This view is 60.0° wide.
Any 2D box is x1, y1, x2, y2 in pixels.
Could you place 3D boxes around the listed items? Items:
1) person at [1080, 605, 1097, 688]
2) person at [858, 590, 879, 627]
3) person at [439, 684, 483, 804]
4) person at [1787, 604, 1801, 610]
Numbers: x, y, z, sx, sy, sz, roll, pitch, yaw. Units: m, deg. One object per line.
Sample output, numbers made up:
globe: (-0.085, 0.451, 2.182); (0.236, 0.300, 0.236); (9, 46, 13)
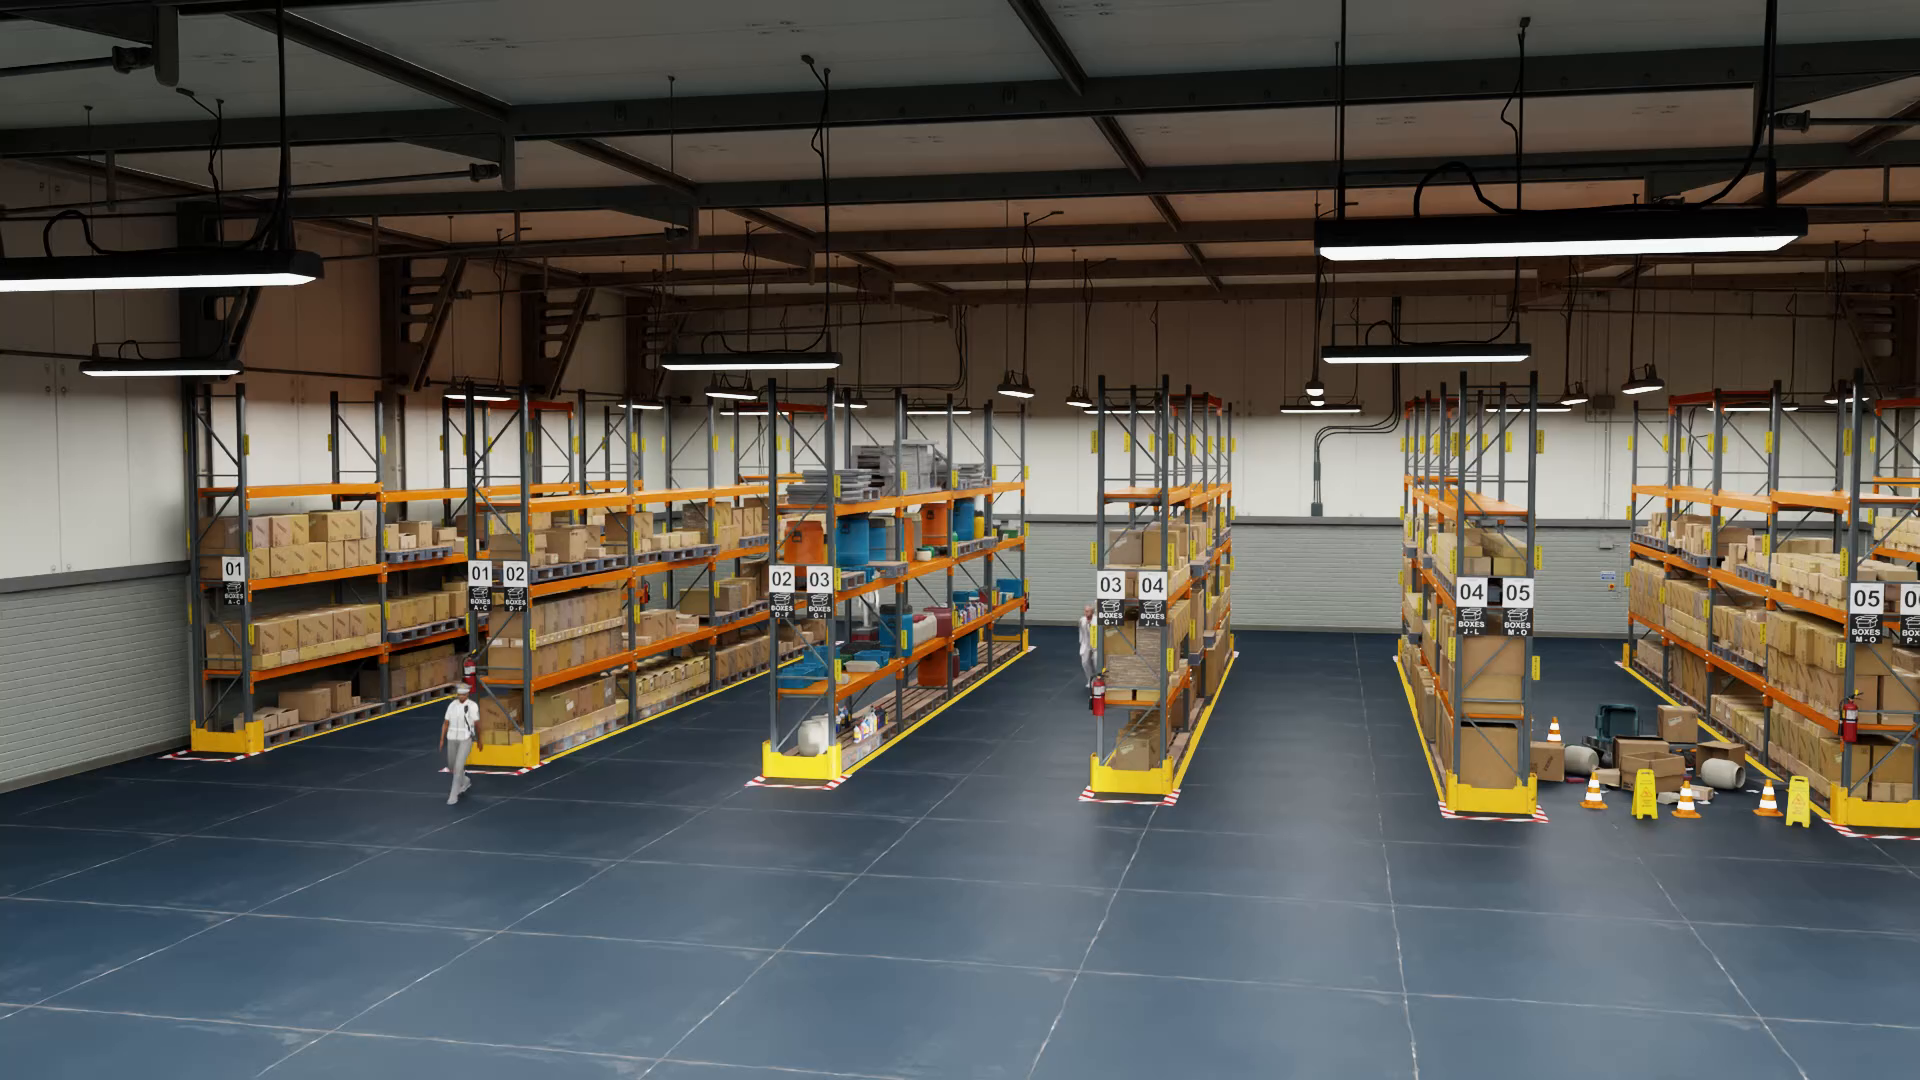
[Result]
person: (2.750, 2.189, 34.523); (0.620, 1.695, 0.848); (1, 4, 23)
person: (-2.412, 1.658, 43.927); (0.541, 1.612, 1.047); (0, 3, -6)
person: (-7.059, 2.844, 23.495); (0.534, 1.640, 0.820); (0, 3, 5)
person: (18.895, 2.000, 37.715); (0.999, 1.686, 0.529); (1, 3, 13)
